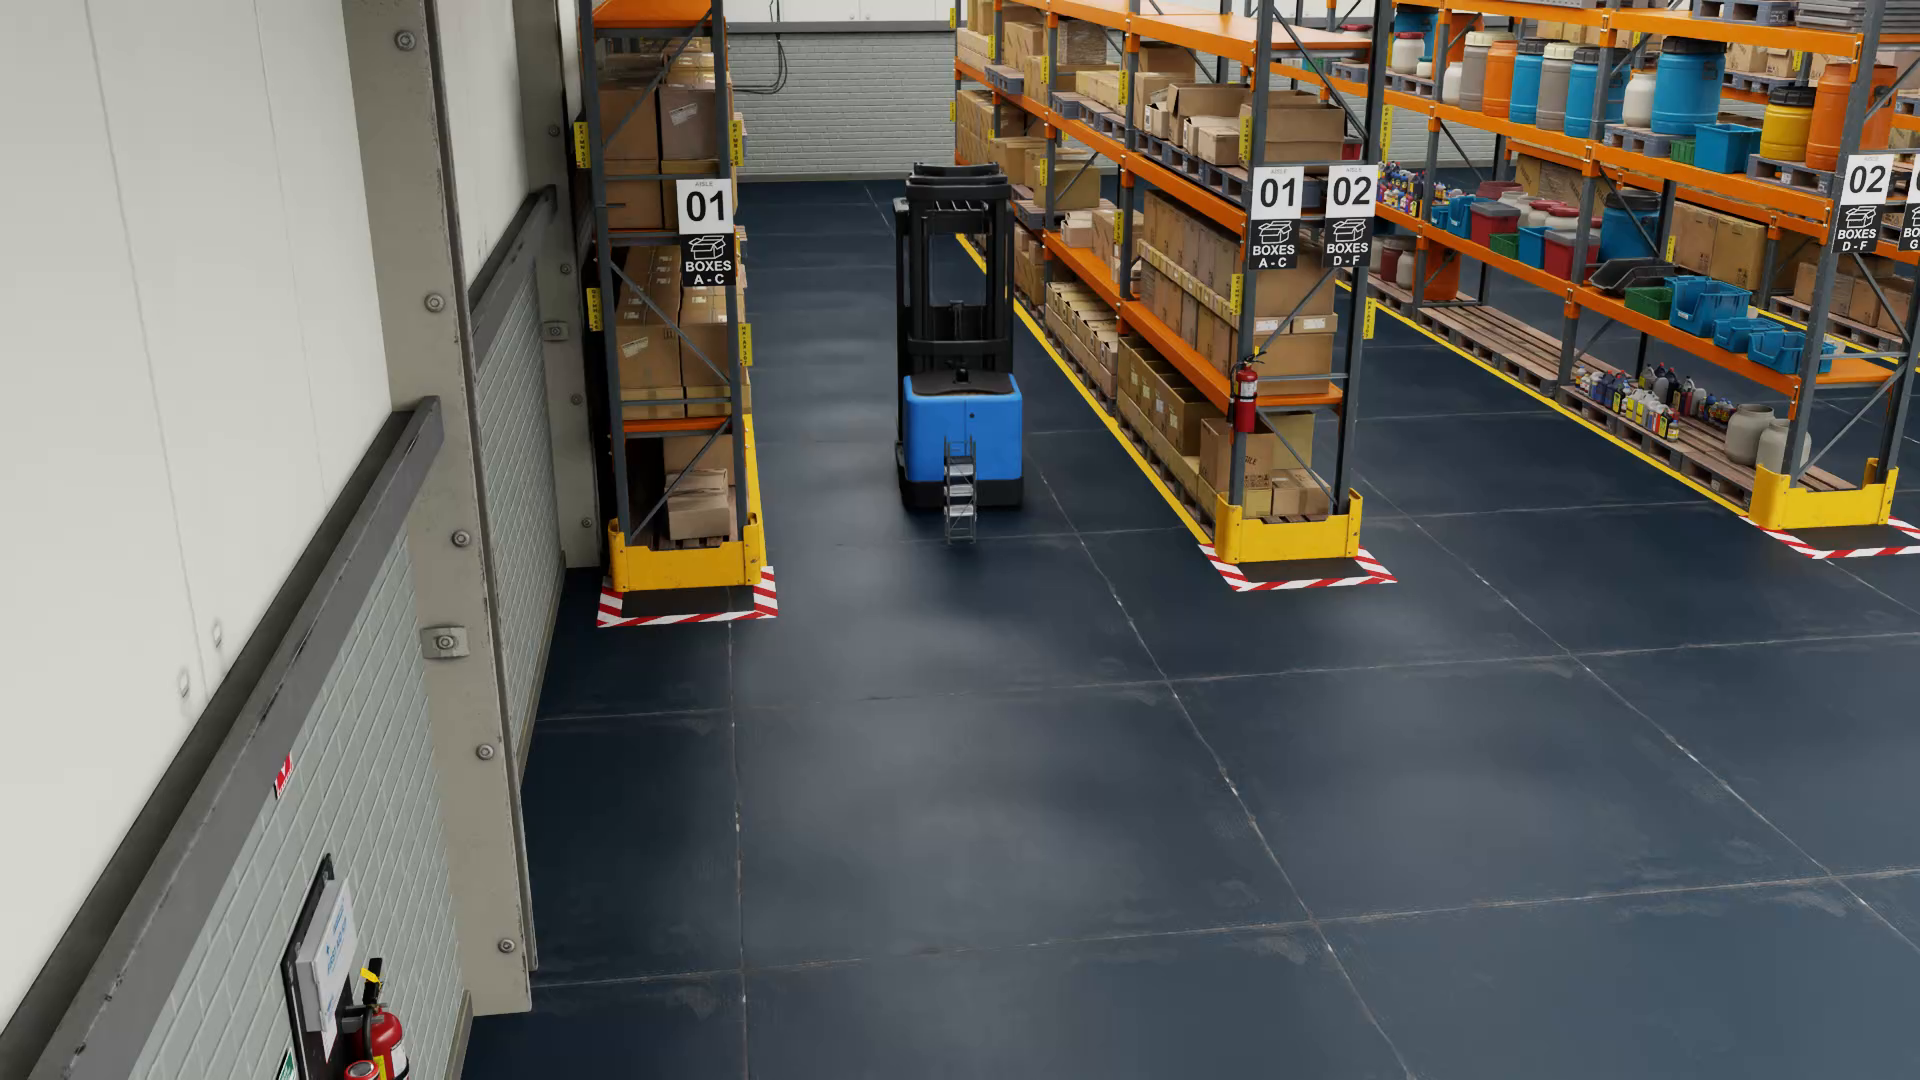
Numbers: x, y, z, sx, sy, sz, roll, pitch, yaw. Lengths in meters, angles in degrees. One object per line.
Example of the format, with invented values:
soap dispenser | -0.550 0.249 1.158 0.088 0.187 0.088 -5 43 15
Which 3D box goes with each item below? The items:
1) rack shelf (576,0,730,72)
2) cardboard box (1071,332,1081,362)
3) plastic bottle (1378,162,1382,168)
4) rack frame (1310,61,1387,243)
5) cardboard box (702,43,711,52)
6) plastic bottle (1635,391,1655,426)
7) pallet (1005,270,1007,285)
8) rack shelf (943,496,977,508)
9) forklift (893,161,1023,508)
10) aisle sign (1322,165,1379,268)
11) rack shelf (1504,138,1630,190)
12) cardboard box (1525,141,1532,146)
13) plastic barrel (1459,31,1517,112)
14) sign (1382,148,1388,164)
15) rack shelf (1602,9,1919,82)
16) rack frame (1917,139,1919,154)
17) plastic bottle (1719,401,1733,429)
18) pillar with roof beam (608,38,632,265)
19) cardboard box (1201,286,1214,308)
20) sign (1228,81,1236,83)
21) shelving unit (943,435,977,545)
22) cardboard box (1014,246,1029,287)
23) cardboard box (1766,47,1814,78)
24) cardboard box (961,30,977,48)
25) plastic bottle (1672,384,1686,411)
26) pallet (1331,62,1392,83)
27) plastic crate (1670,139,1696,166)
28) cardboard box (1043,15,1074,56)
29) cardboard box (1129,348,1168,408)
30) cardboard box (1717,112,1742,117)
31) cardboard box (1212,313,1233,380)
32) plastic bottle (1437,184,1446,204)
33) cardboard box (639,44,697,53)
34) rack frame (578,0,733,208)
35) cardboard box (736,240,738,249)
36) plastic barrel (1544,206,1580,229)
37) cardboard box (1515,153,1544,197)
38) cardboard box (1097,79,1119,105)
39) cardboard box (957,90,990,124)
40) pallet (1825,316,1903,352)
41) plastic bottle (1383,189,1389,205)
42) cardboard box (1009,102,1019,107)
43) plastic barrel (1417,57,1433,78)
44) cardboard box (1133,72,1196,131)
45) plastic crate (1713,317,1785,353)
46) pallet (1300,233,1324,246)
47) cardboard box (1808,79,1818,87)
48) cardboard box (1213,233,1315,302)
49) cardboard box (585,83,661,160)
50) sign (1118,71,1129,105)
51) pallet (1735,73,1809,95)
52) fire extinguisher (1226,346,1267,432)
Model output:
rack shelf | -2.465 -4.219 13.683 1.077 0.370 4.000 -3 21 -8
cardboard box | 1.584 -2.257 19.301 0.500 0.250 0.500 -2 21 -7
plastic bottle | 6.274 -5.531 24.914 0.152 0.276 0.135 -3 21 -8
rack frame | 5.897 -5.709 25.214 1.000 3.000 0.127 -3 21 -8
cardboard box | -3.745 -7.040 23.963 0.500 0.250 0.500 -3 21 -8
plastic bottle | 6.871 -1.327 16.639 0.144 0.351 0.185 -2 21 -6
pallet | 1.149 -3.874 24.288 1.003 0.211 1.213 -3 21 -8
rack shelf | -0.001 -0.309 14.109 0.258 0.077 0.200 -3 21 -8
forklift | -0.063 -2.133 15.738 1.130 2.935 3.031 -1 21 -4
aisle sign | 3.037 -2.516 12.950 0.394 0.787 0.004 -3 21 -8
rack shelf | 10.510 -6.314 27.863 1.077 0.370 4.000 -3 21 -8
cardboard box | 10.022 -6.909 28.787 0.380 0.149 0.250 -3 21 -9
plastic barrel | 6.377 -5.669 20.103 0.600 0.901 0.600 0 20 0
sign | 6.442 -5.866 25.239 0.100 0.325 0.005 -3 21 -8
rack shelf | 7.338 -4.533 15.091 1.077 0.370 4.000 -3 21 -8
rack frame | 15.721 -6.174 26.459 1.000 3.000 0.127 -3 21 -8
plastic bottle | 7.624 -1.244 16.531 0.097 0.271 0.097 0 20 0
pillar with roof beam | -0.604 -8.436 23.940 9.100 9.000 0.400 -3 21 -8
cardboard box | 2.332 -2.136 14.579 0.380 0.149 0.250 -2 21 -6
sign | 2.697 -4.404 16.580 0.100 0.325 0.005 -3 21 -8
shelving unit | -0.001 -0.424 14.066 0.258 0.900 0.210 -3 21 -8
cardboard box | 1.048 -3.783 23.002 0.500 0.500 0.500 -4 21 -10
cardboard box | 11.216 -6.432 22.115 0.797 0.503 0.637 -2 21 -5
cardboard box | 0.300 -8.050 26.695 0.500 0.250 0.500 -3 21 -8
plastic bottle | 7.405 -1.472 17.124 0.061 0.283 0.133 -3 21 -8
pallet | 6.107 -6.759 24.009 1.213 0.211 1.003 -3 21 -8
plastic crate | 7.008 -3.685 15.811 0.336 0.188 0.450 -3 21 -8
cardboard box | 1.368 -6.500 21.475 0.500 0.500 0.500 -3 21 -8
cardboard box | 1.985 -1.601 16.475 0.500 0.500 0.500 -3 21 -8
cardboard box | 10.986 -6.017 24.461 0.797 0.503 0.637 -3 21 -7
cardboard box | 2.589 -1.696 14.328 0.700 0.500 0.500 -2 21 -6
plastic bottle | 6.622 -4.758 22.851 0.097 0.271 0.097 0 20 0
cardboard box | -3.585 -5.828 20.475 0.700 0.500 0.500 -4 21 -11
rack frame | -2.177 -3.865 11.703 1.000 3.000 0.127 -3 21 -8
cardboard box | -2.379 -2.582 15.956 0.500 0.500 0.500 -3 21 -8
plastic barrel | 7.023 -3.599 19.371 0.433 0.535 0.433 0 20 0
cardboard box | 10.393 -6.328 29.307 0.875 0.875 0.875 -3 21 -8
cardboard box | 1.857 -5.074 18.841 0.500 0.250 0.500 -3 21 -9
cardboard box | 0.221 -7.194 27.618 0.500 0.500 0.500 -2 21 -6
pallet | 11.658 -2.575 20.810 1.003 0.211 1.213 -3 21 -8
plastic bottle | 5.863 -4.706 22.814 0.097 0.201 0.097 0 20 0
cardboard box | 1.057 -6.510 25.786 0.500 0.500 0.500 -4 21 -9
plastic barrel | 6.174 -6.225 21.906 0.301 0.262 0.301 0 20 0
cardboard box | 1.960 -4.217 15.990 0.500 0.500 0.500 -1 21 -3
plastic crate | 7.170 -1.868 15.143 0.499 0.251 0.408 -3 21 -8
pallet | 5.753 -4.655 26.379 1.003 0.211 1.213 -3 21 -8
cardboard box | 11.191 -5.733 21.207 0.500 0.250 0.500 -3 21 -7
cardboard box | 2.581 -2.323 14.151 0.700 0.500 0.500 -3 21 -9
cardboard box | -2.498 -3.120 12.396 0.500 0.500 0.500 -2 21 -5
sign | 1.612 -4.455 16.380 0.100 0.325 0.005 -3 21 -8
pallet | 11.229 -6.111 22.273 1.213 0.211 1.003 -2 21 -5
fire extinguisher | 2.282 -1.205 13.266 0.296 0.674 0.183 -3 21 -8
